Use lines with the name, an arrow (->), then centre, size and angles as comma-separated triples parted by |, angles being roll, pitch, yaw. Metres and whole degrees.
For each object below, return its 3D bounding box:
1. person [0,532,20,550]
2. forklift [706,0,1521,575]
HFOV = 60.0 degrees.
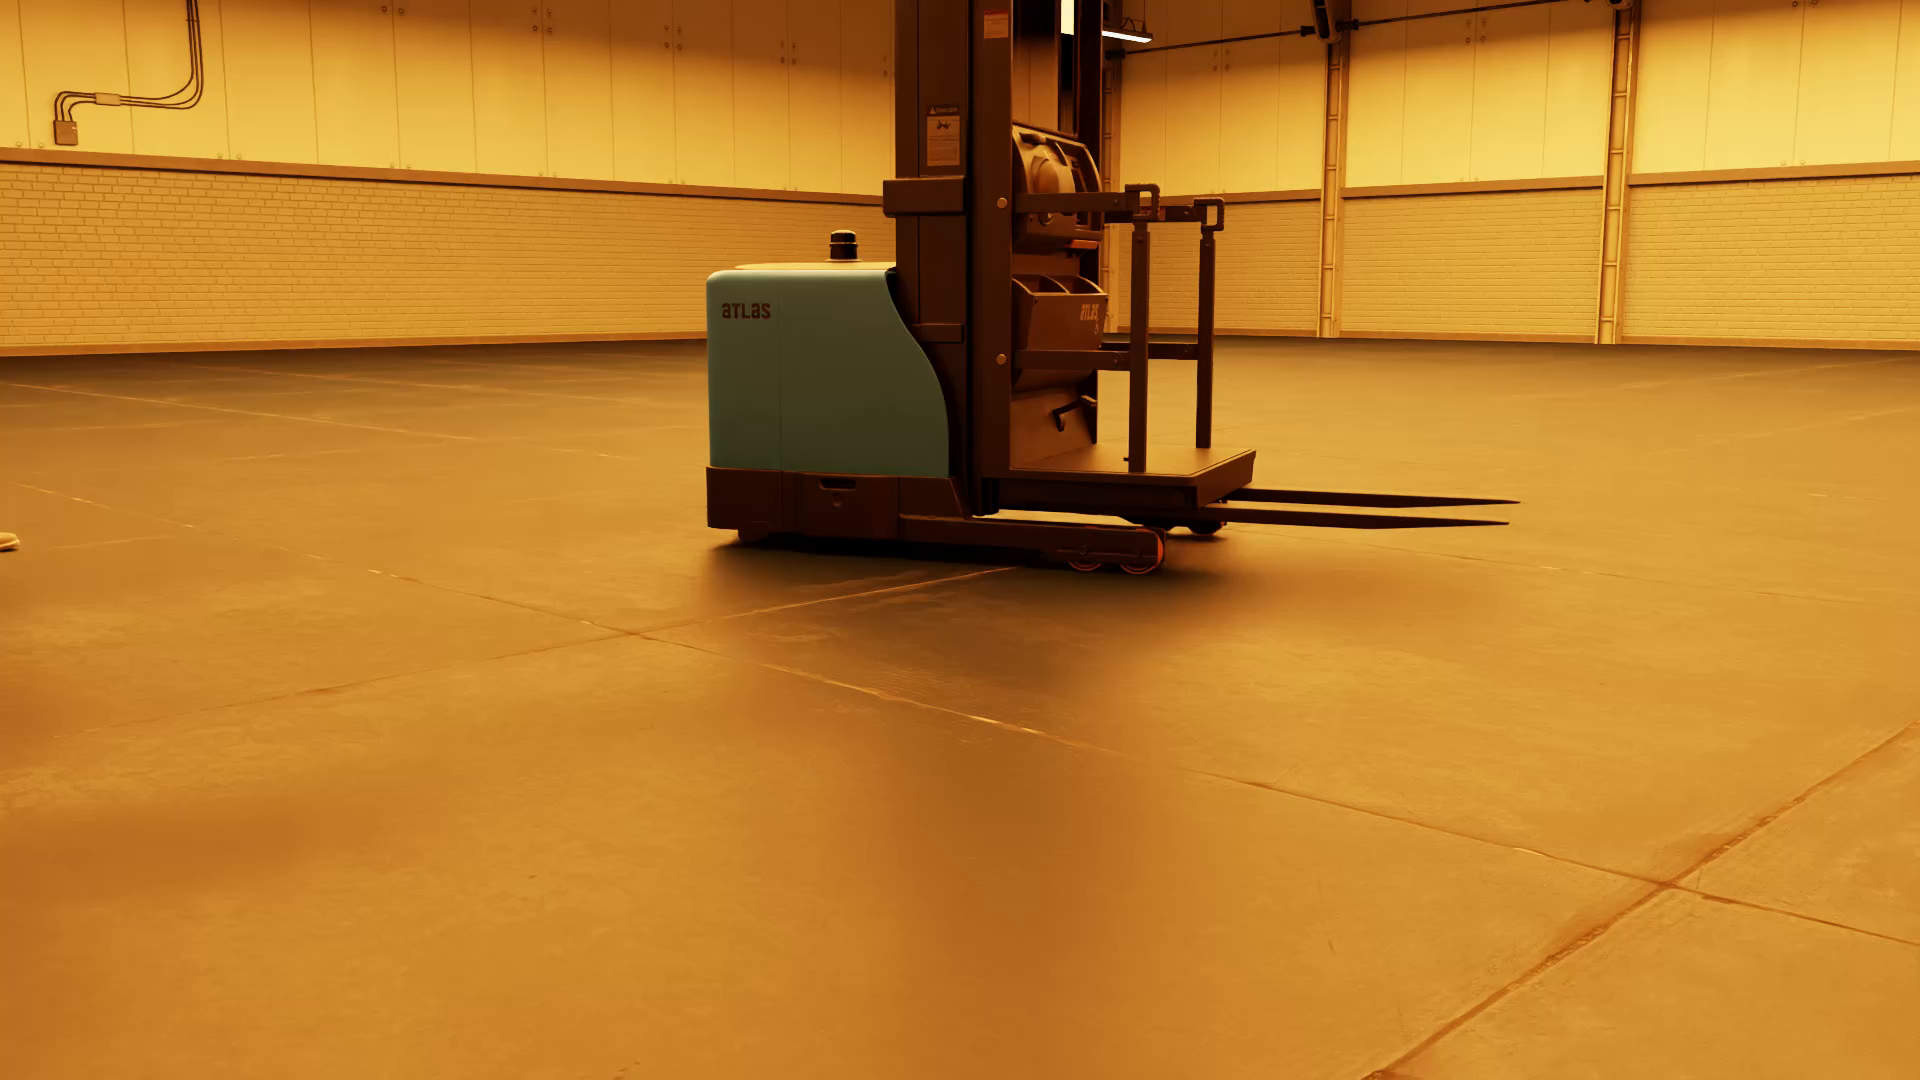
person -> -3.825, -0.772, 6.052 | 0.453, 1.733, 0.677 | 0, 9, -3
forklift -> 0.565, -1.416, 6.275 | 3.031, 2.935, 1.130 | 3, 9, 22
